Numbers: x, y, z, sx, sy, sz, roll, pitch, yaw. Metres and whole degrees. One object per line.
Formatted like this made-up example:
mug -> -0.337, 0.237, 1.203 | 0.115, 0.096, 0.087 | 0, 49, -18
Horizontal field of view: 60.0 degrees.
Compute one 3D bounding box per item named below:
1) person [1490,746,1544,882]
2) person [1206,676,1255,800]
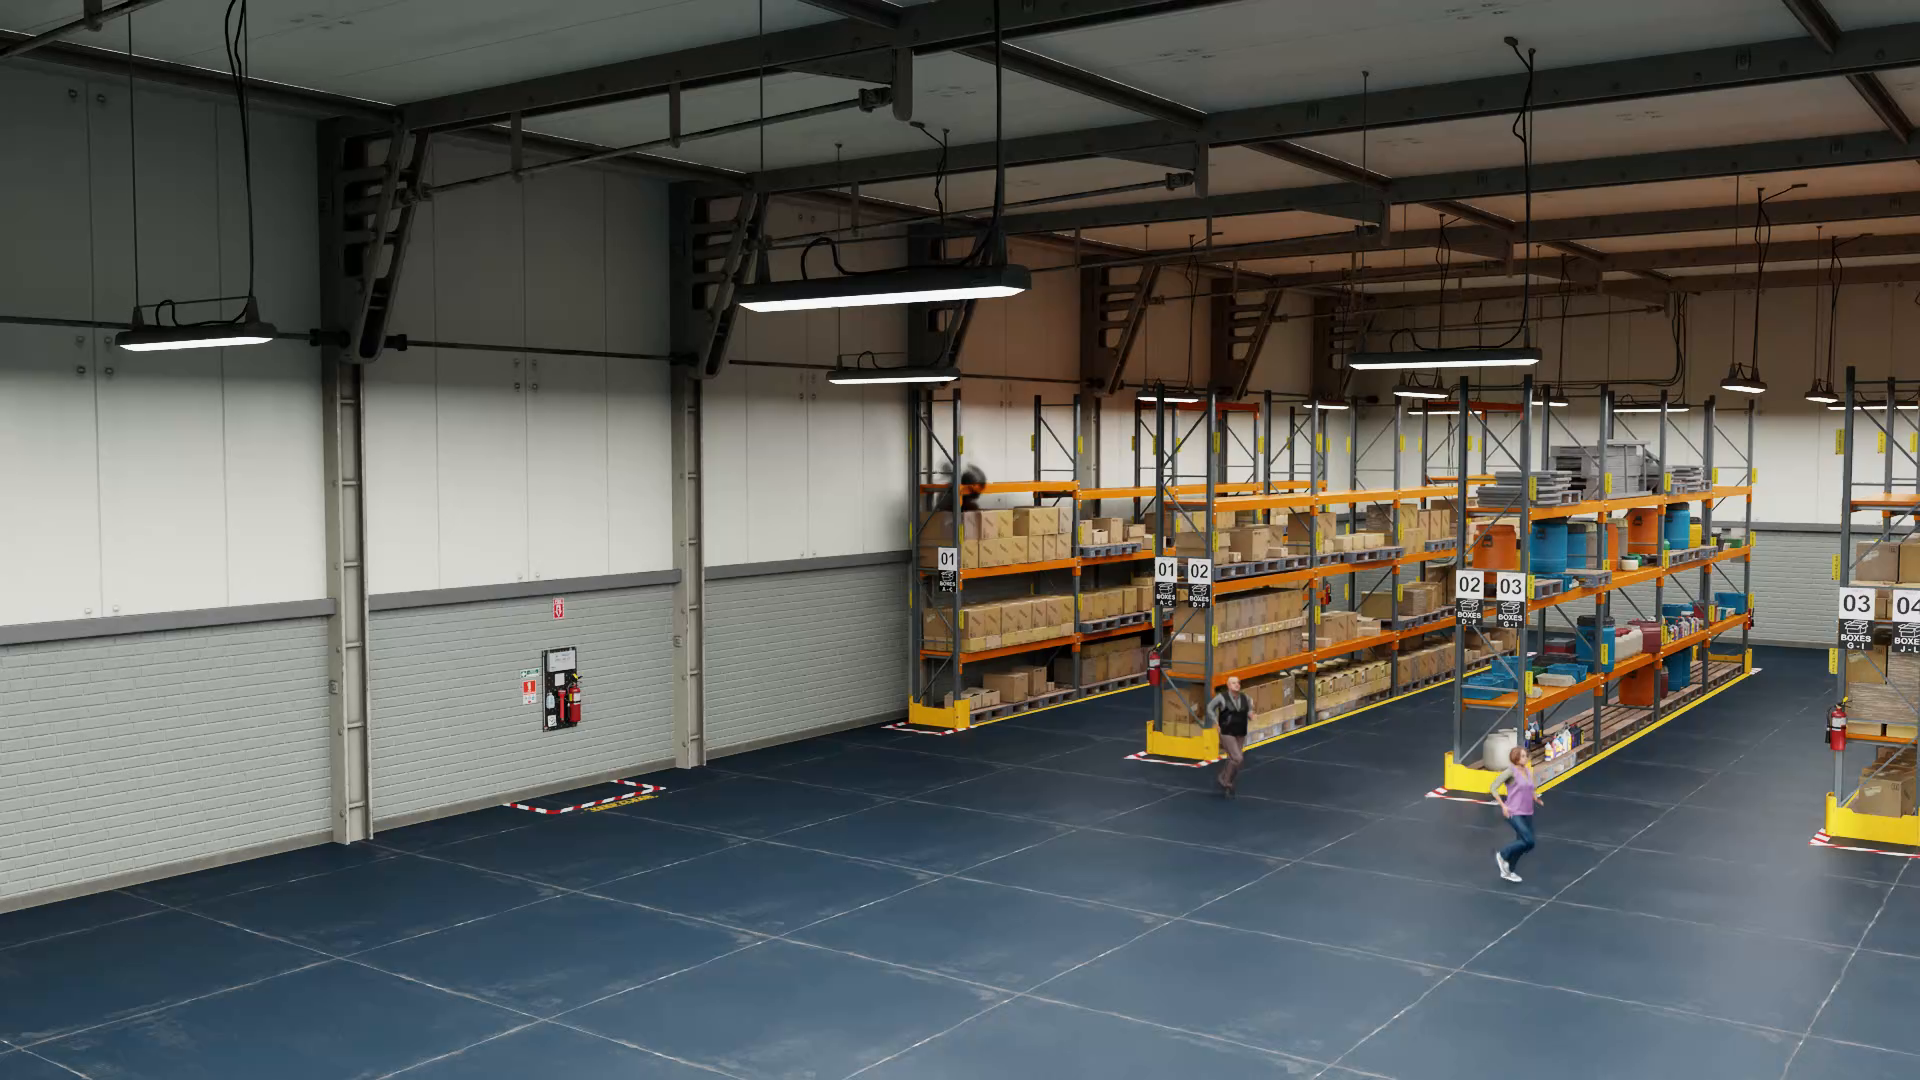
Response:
person -> 6.392, 3.137, 18.952 | 0.522, 1.559, 0.549 | -2, 4, -35
person -> 3.900, 2.814, 23.640 | 0.627, 1.762, 0.739 | -2, 4, -27
